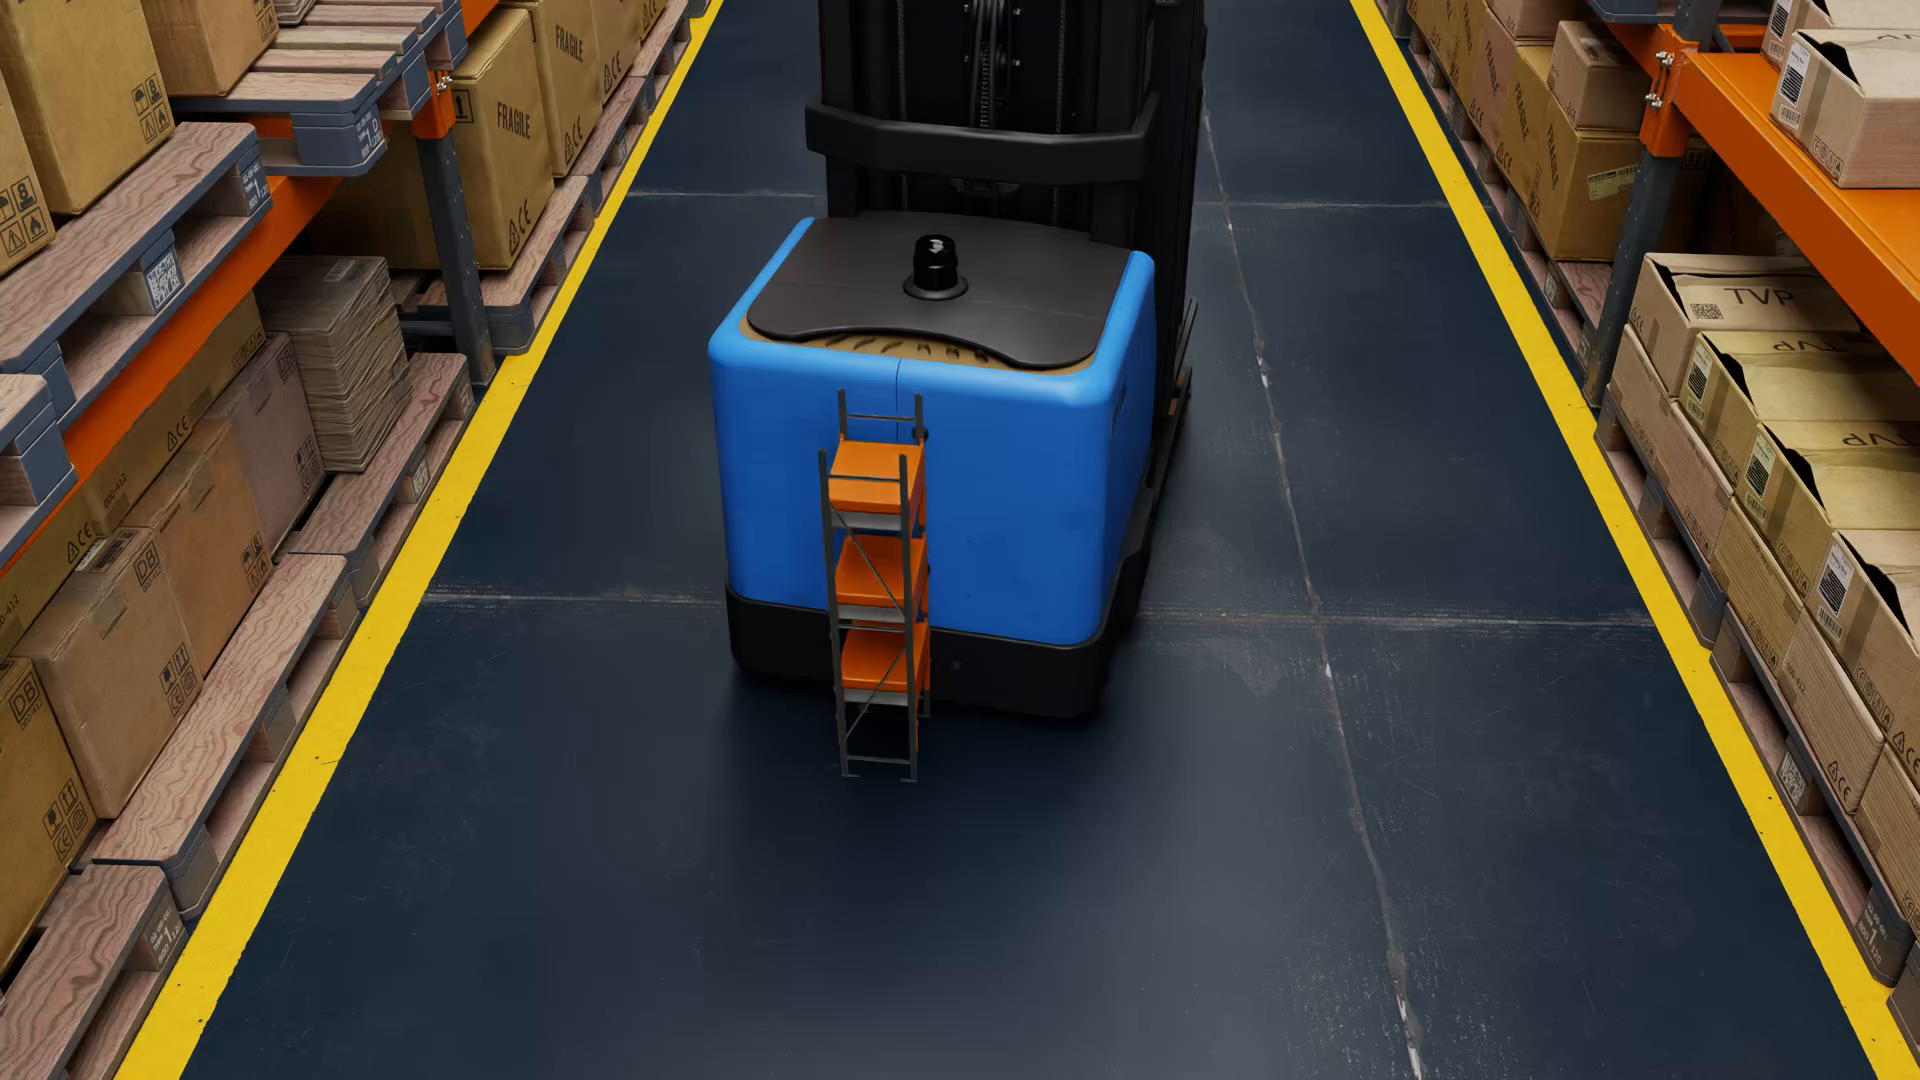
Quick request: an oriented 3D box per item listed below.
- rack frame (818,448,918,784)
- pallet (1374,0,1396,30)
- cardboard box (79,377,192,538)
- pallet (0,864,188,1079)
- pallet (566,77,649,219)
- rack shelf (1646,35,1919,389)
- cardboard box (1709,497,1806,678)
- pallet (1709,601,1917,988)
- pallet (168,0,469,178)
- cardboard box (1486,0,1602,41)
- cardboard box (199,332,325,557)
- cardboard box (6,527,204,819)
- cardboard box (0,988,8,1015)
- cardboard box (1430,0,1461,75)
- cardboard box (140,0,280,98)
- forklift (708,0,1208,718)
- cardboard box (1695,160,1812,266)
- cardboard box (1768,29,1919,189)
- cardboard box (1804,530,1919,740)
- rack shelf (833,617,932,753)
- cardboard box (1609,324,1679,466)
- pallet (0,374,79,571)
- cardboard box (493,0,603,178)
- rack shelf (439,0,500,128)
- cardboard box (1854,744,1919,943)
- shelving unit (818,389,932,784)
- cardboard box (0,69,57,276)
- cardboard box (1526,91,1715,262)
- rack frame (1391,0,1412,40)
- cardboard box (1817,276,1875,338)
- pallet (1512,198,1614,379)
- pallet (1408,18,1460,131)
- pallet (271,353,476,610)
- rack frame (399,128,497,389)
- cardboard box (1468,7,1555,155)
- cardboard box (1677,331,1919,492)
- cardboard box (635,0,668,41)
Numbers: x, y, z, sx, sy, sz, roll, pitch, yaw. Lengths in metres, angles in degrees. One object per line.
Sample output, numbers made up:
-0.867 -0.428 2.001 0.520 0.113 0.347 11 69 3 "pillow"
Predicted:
-0.214 0.216 4.031 0.200 1.050 0.008 4 39 6 "rack frame"
2.929 -3.262 9.709 1.003 0.211 1.213 1 35 2 "pallet"
-2.288 -0.251 4.137 0.500 0.250 0.500 1 35 2 "cardboard box"
-2.341 1.169 3.404 1.003 0.211 1.213 1 35 2 "pallet"
-2.051 -1.832 7.674 1.003 0.211 1.213 1 35 2 "pallet"
2.660 -0.267 3.647 1.077 0.370 4.000 1 35 2 "rack shelf"
2.391 0.124 4.491 0.500 0.250 0.500 0 35 1 "cardboard box"
2.616 0.601 4.211 1.003 0.211 1.213 1 35 2 "pallet"
-2.132 -1.333 4.704 1.213 0.211 1.003 1 35 2 "pallet"
2.578 -2.338 7.107 0.500 0.250 0.500 1 35 1 "cardboard box"
-2.324 -0.272 4.820 0.700 0.500 0.500 1 35 2 "cardboard box"
-2.326 0.304 4.000 0.700 0.500 0.500 2 35 2 "cardboard box"
-2.358 0.895 3.160 0.700 0.500 0.500 2 35 3 "cardboard box"
2.627 -2.587 8.114 0.500 0.500 0.500 2 35 3 "cardboard box"
-2.214 -1.452 4.238 0.700 0.500 0.500 -2 35 -3 "cardboard box"
0.199 -1.567 4.931 1.130 2.935 3.031 8 36 11 "forklift"
3.044 -1.123 6.030 0.500 0.500 0.500 3 35 4 "cardboard box"
2.511 -1.165 4.376 0.500 0.311 0.500 1 35 1 "cardboard box"
2.370 0.197 3.899 0.500 0.311 0.500 1 35 1 "cardboard box"
-0.197 0.366 4.305 0.215 0.259 0.240 4 39 6 "rack shelf"
2.426 -0.463 5.327 0.500 0.250 0.500 1 35 2 "cardboard box"
-2.194 0.118 2.640 1.003 0.211 1.213 1 35 2 "pallet"
-2.008 -2.038 7.045 0.750 0.750 0.750 1 35 2 "cardboard box"
-2.129 -2.678 7.077 1.077 0.370 4.000 1 35 2 "rack shelf"
2.349 0.711 3.656 0.500 0.250 0.500 2 35 3 "cardboard box"
-0.199 0.140 4.125 0.215 1.050 0.252 4 39 6 "shelving unit"
-2.291 -0.737 3.221 0.700 0.500 0.500 6 36 8 "cardboard box"
2.543 -1.411 6.440 0.500 0.500 0.500 3 35 4 "cardboard box"
2.901 -4.009 8.345 1.000 3.000 0.127 1 35 2 "rack frame"
2.965 -0.680 5.148 0.500 0.311 0.500 2 35 3 "cardboard box"
2.808 -0.998 6.486 1.003 0.211 1.213 1 35 2 "pallet"
2.906 -2.400 8.481 1.003 0.211 1.213 1 35 2 "pallet"
-2.243 -0.233 5.398 1.003 0.211 1.213 1 35 2 "pallet"
-2.210 -1.823 5.235 1.000 3.000 0.127 1 35 2 "rack frame"
2.579 -2.010 7.292 0.500 0.500 0.500 0 35 0 "cardboard box"
2.413 -0.391 4.736 0.500 0.311 0.500 1 35 1 "cardboard box"
-1.945 -3.037 8.467 0.750 0.750 0.750 2 35 2 "cardboard box"
